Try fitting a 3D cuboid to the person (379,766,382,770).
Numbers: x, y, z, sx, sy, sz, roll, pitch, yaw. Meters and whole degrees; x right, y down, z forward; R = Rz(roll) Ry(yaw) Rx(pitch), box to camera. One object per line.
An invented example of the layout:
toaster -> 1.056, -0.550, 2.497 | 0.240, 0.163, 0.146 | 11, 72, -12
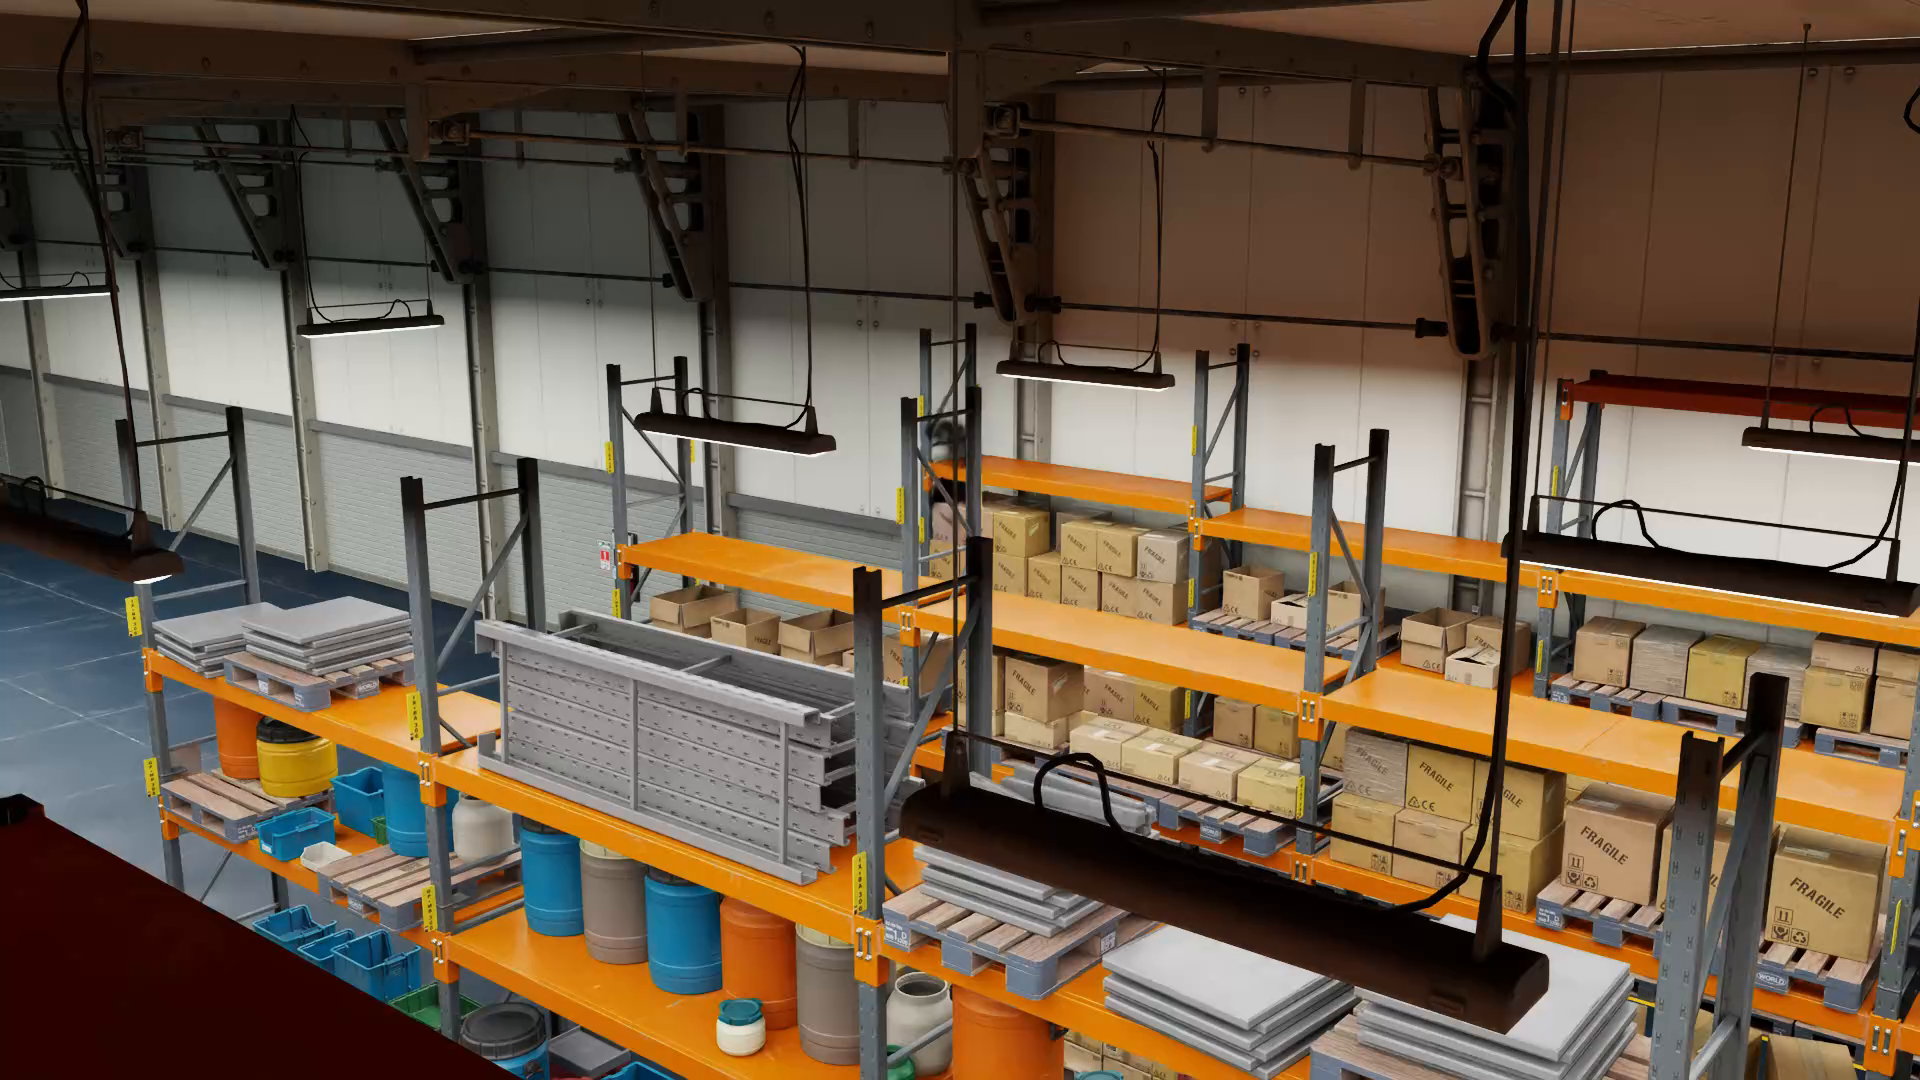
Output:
person -> -6.322, 3.027, 18.692 | 1.061, 1.768, 0.702 | -5, 13, -20
